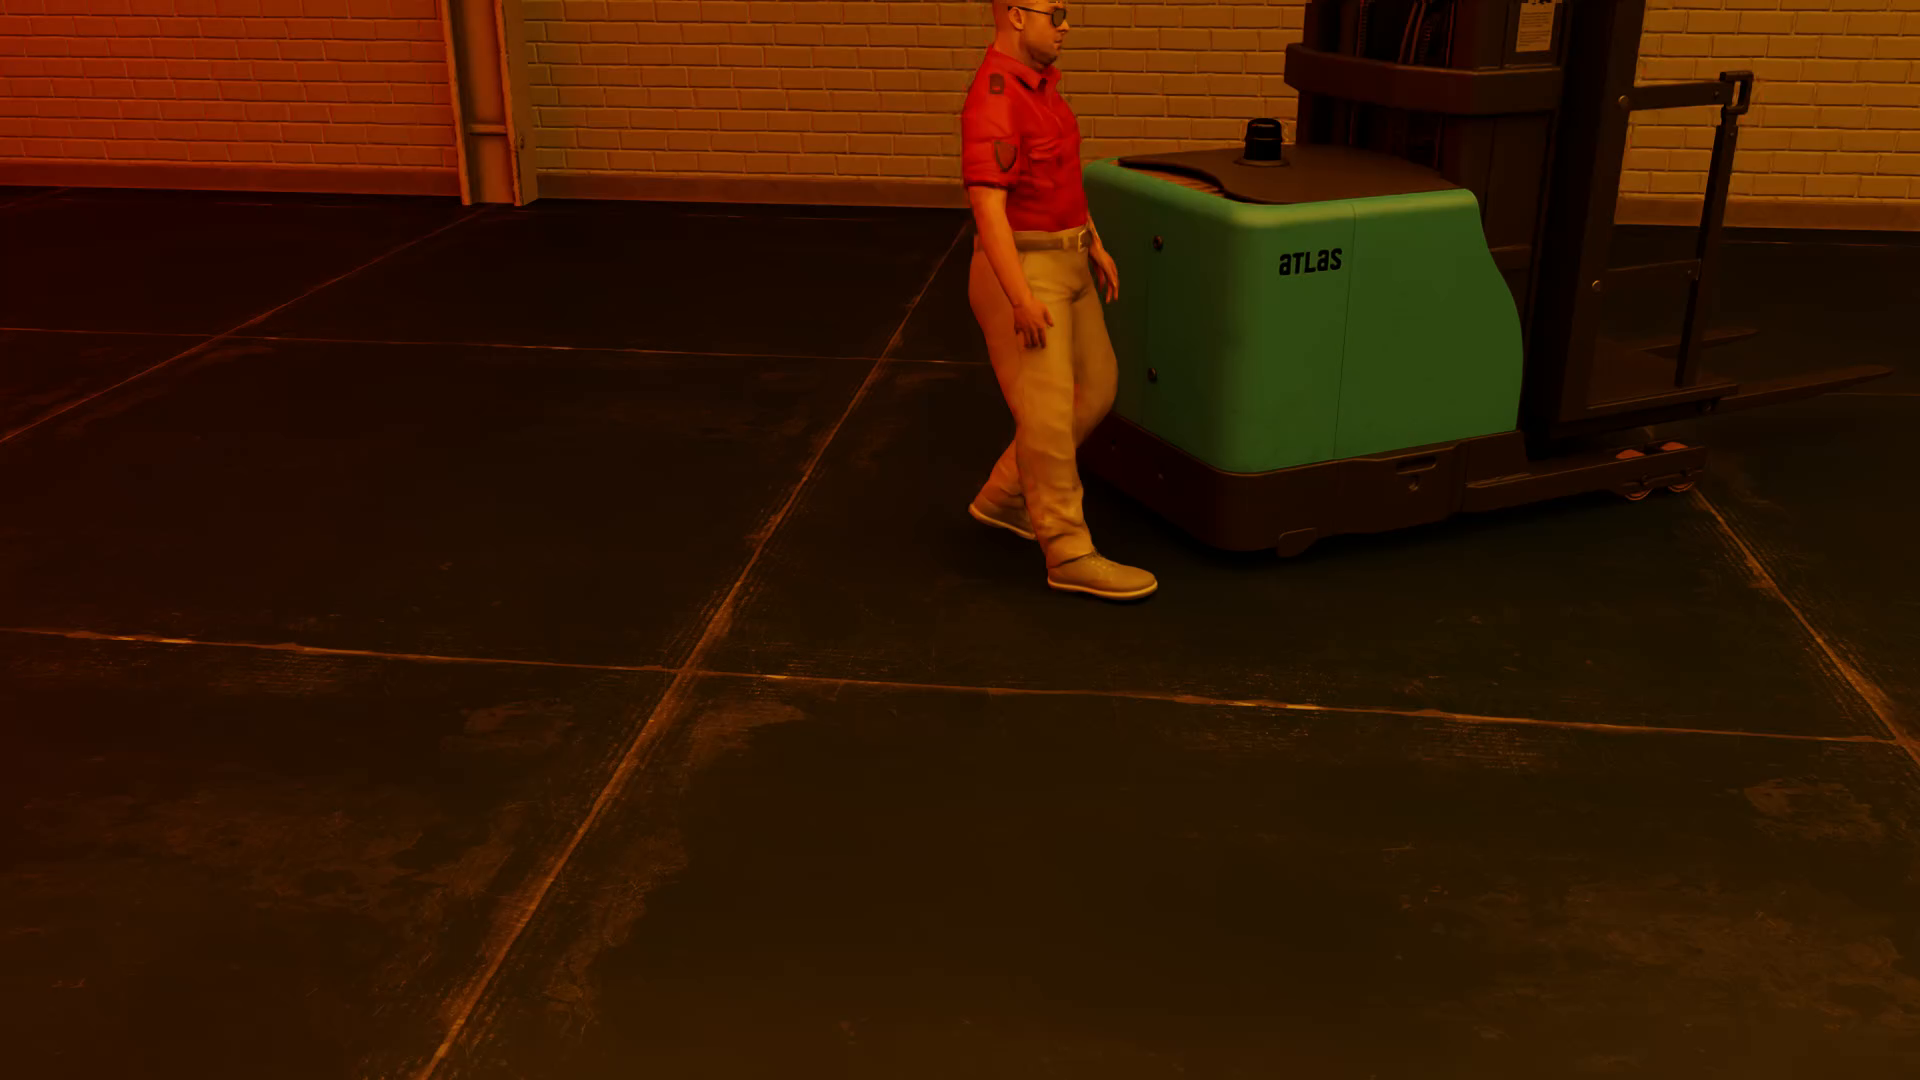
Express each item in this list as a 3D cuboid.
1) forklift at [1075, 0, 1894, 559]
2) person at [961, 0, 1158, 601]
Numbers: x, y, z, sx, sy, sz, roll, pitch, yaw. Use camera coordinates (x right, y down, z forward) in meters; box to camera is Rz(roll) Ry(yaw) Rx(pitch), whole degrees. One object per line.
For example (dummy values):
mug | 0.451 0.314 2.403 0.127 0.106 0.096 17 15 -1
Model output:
forklift | 1.936 -1.658 5.371 3.031 2.935 1.130 -10 24 -23
person | 0.351 -0.743 4.773 0.679 1.686 0.695 9 24 22
